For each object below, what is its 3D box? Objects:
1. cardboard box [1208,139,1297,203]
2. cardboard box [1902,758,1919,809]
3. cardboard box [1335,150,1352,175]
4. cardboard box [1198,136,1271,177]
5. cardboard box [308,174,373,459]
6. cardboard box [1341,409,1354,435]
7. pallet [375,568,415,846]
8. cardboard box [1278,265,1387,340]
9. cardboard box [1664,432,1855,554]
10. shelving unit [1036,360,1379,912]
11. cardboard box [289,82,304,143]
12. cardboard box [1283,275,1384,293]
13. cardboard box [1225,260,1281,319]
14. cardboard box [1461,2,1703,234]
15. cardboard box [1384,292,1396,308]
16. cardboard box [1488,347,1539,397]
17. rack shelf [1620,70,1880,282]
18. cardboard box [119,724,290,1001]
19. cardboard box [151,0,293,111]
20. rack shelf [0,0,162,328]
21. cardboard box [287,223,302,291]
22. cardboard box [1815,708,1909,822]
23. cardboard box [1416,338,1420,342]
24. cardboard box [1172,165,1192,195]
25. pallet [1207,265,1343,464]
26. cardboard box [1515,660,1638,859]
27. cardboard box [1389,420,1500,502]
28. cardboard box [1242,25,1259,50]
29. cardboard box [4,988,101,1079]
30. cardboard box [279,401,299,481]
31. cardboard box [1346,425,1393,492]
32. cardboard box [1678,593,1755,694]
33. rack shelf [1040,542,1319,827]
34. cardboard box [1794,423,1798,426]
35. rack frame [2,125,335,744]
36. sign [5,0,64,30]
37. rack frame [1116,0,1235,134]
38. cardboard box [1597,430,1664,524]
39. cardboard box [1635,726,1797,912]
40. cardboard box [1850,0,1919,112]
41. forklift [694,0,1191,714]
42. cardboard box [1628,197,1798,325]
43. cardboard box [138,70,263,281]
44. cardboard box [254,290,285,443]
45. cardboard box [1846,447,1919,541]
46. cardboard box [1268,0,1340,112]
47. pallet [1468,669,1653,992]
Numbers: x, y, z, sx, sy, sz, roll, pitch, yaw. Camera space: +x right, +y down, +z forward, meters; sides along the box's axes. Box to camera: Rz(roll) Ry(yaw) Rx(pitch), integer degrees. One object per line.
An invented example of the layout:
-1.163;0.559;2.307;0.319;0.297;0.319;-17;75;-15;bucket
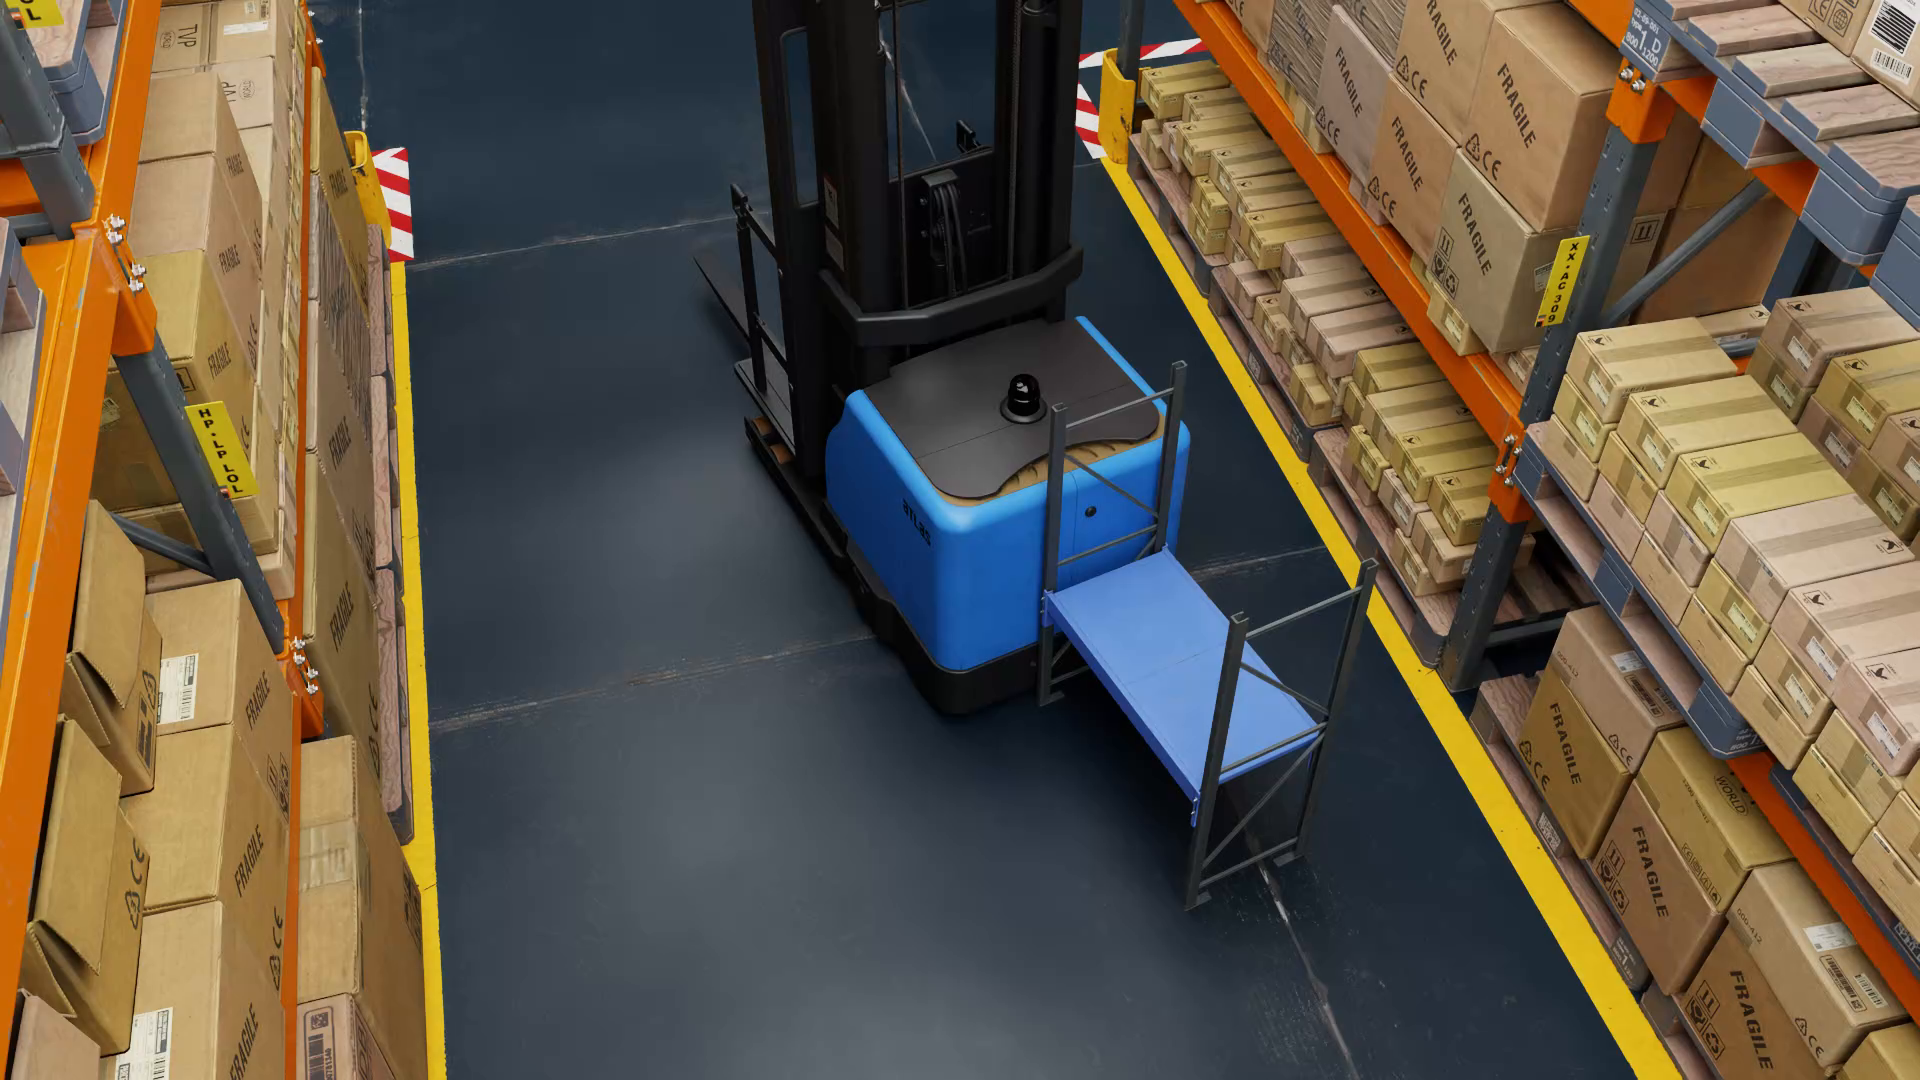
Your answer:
1.411;-1.760;7.911;0.380;0.149;0.250;-13;47;-12;cardboard box
2.419;0.580;3.797;0.380;0.149;0.250;-9;46;-9;cardboard box
1.722;-1.556;6.602;0.380;0.149;0.250;-11;47;-11;cardboard box
1.384;-1.840;8.198;0.380;0.149;0.250;-10;46;-10;cardboard box
-3.012;-0.859;6.936;0.875;0.875;0.875;-11;47;-10;cardboard box
1.863;-0.513;7.106;0.380;0.149;0.250;-12;47;-11;cardboard box
-2.582;0.687;6.179;1.003;0.211;1.213;-11;47;-10;pallet
1.610;-1.029;7.194;0.380;0.149;0.250;-12;47;-12;cardboard box
2.155;-0.129;4.492;0.380;0.149;0.250;-10;46;-10;cardboard box
0.755;0.346;5.612;0.538;1.500;1.048;-20;49;-19;shelving unit
-2.882;-1.711;6.754;0.380;0.149;0.250;-10;46;-10;cardboard box
1.673;-1.110;7.482;0.380;0.149;0.250;-9;46;-8;cardboard box
1.472;-1.198;7.776;0.380;0.149;0.250;-13;47;-12;cardboard box
1.976;-1.351;5.246;0.500;0.500;0.500;-12;47;-12;cardboard box
2.063;-1.101;7.682;0.380;0.149;0.250;-9;46;-9;cardboard box
2.059;-0.653;5.716;0.380;0.149;0.250;-11;47;-11;cardboard box
2.870;-0.004;3.308;1.077;0.370;4.000;-11;47;-10;rack shelf
-1.959;0.832;4.016;0.500;0.500;0.500;-9;46;-9;cardboard box
-2.977;-1.926;6.685;0.500;0.250;0.500;-11;47;-11;cardboard box
-2.975;-1.928;5.194;1.077;0.370;4.000;-11;47;-10;rack shelf
-2.617;-1.002;6.059;0.380;0.149;0.250;-12;47;-11;cardboard box
2.355;0.511;4.073;0.380;0.149;0.250;-11;47;-11;cardboard box
2.212;-0.849;7.227;0.380;0.149;0.250;-9;46;-8;cardboard box
1.305;-1.911;8.476;0.380;0.149;0.250;-11;47;-10;cardboard box
1.836;-0.912;7.746;1.003;0.211;1.213;-11;47;-10;pallet
2.291;0.700;5.670;0.500;0.500;0.500;-9;46;-9;cardboard box
1.912;-0.311;6.491;0.380;0.149;0.250;-10;46;-10;cardboard box
1.467;-2.267;7.298;0.380;0.149;0.250;-11;47;-11;cardboard box
-1.952;1.206;2.946;0.797;0.503;0.637;-9;46;-9;cardboard box
-2.352;-0.290;5.360;0.380;0.149;0.250;-9;46;-9;cardboard box
1.803;-0.365;6.752;0.380;0.149;0.250;-12;47;-12;cardboard box
2.214;0.248;4.540;0.380;0.149;0.250;-10;46;-10;cardboard box
0.755;0.472;5.740;0.538;0.185;1.000;-20;49;-19;rack shelf
2.651;-0.407;5.182;0.380;0.149;0.250;-12;47;-11;cardboard box
-2.463;0.251;4.655;1.000;3.000;0.127;-11;47;-10;rack frame
-1.940;-1.196;3.390;0.100;0.325;0.005;-11;47;-10;sign
1.334;-3.348;8.182;1.000;3.000;0.127;-11;47;-10;rack frame
2.082;-0.215;4.785;0.380;0.149;0.250;-12;47;-11;cardboard box
2.430;0.805;5.043;0.500;0.250;0.500;-10;46;-9;cardboard box
2.380;-1.106;3.653;0.500;0.311;0.500;-11;47;-11;cardboard box
-0.293;-1.425;6.345;1.130;2.935;3.031;-21;49;-19;forklift
2.475;-1.114;5.714;0.500;0.500;0.500;-11;47;-11;cardboard box
-2.594;-1.141;5.390;0.500;0.500;0.500;-12;47;-12;cardboard box
-2.452;-0.517;5.304;0.500;0.250;0.500;-11;47;-11;cardboard box
2.780;-0.157;4.728;0.380;0.149;0.250;-9;46;-9;cardboard box
1.593;-2.071;6.651;0.500;0.500;0.500;-12;47;-11;cardboard box
2.559;0.927;5.945;1.003;0.211;1.213;-11;47;-10;pallet
